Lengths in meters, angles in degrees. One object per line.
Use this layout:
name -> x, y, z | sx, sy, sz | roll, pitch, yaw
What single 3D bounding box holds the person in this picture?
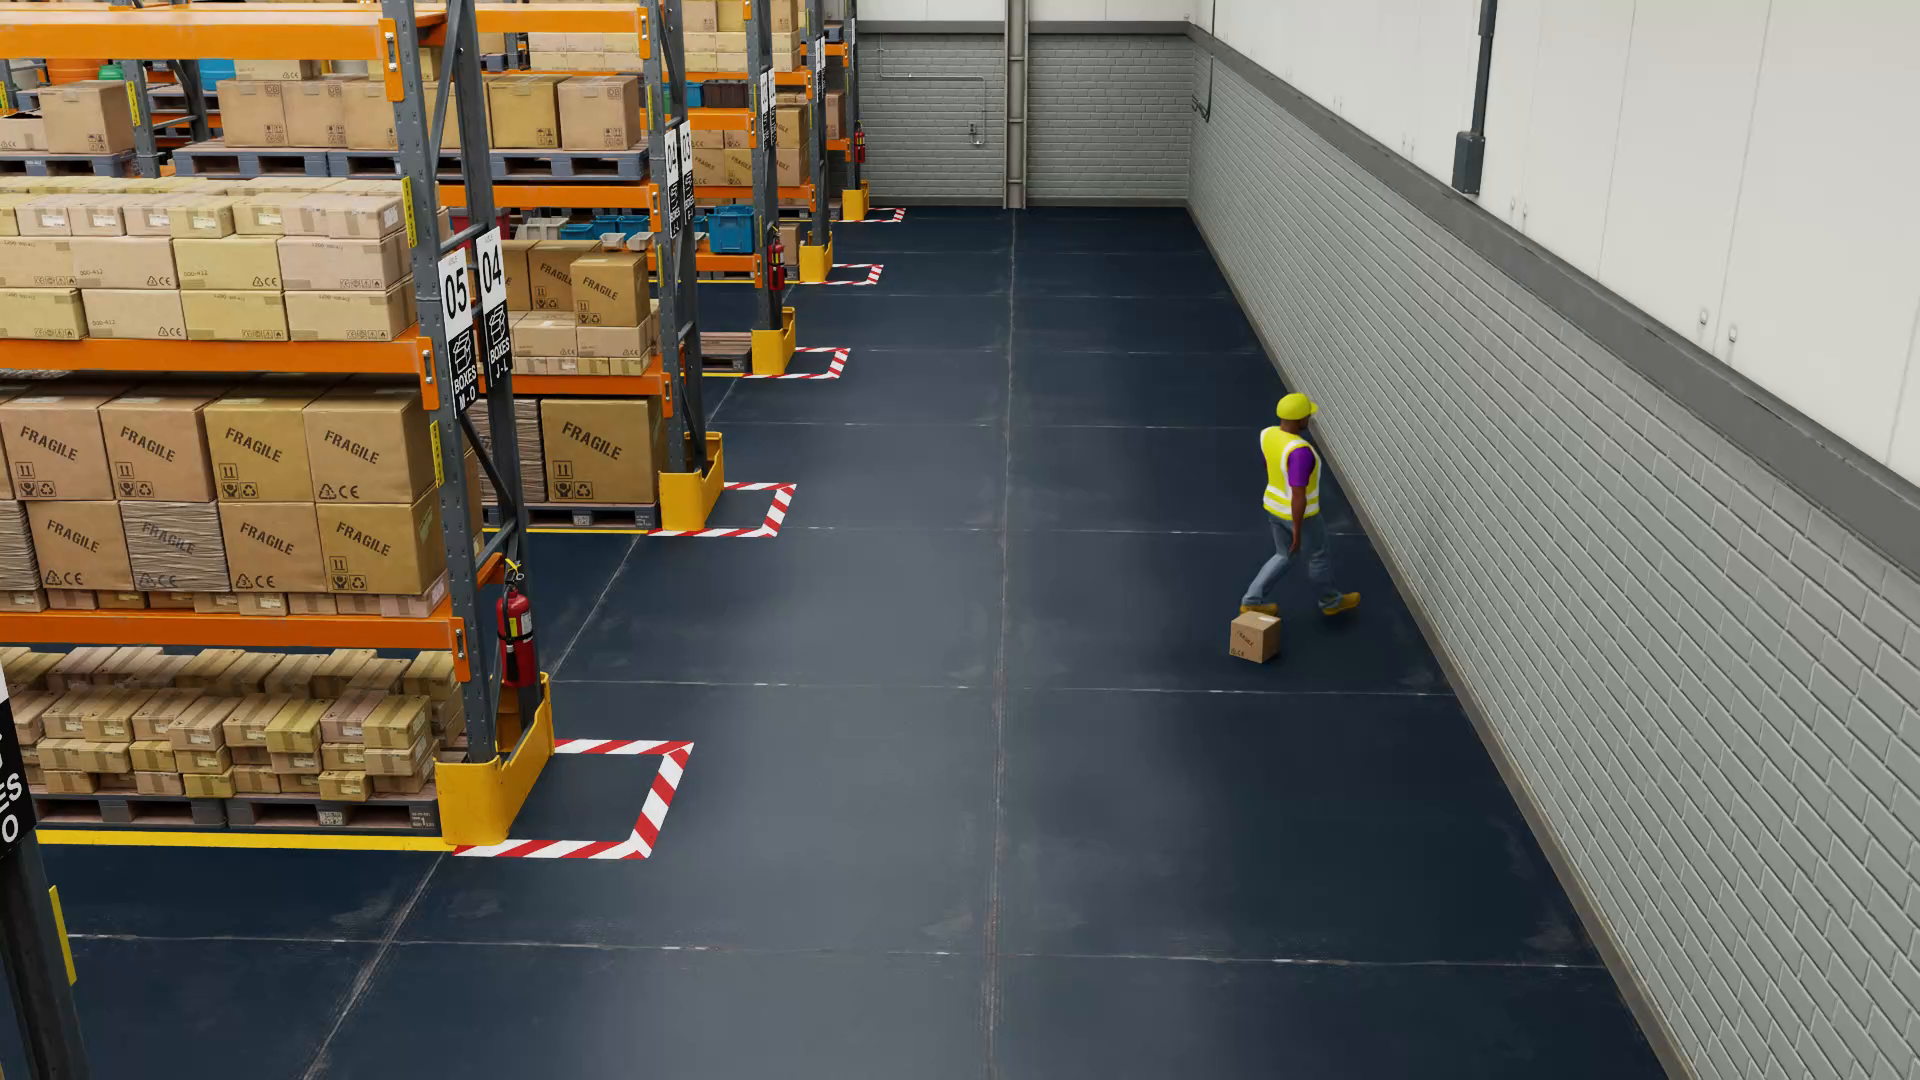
person -> 2.460, -0.251, 11.769 | 0.942, 1.705, 0.621 | -9, 23, -24
